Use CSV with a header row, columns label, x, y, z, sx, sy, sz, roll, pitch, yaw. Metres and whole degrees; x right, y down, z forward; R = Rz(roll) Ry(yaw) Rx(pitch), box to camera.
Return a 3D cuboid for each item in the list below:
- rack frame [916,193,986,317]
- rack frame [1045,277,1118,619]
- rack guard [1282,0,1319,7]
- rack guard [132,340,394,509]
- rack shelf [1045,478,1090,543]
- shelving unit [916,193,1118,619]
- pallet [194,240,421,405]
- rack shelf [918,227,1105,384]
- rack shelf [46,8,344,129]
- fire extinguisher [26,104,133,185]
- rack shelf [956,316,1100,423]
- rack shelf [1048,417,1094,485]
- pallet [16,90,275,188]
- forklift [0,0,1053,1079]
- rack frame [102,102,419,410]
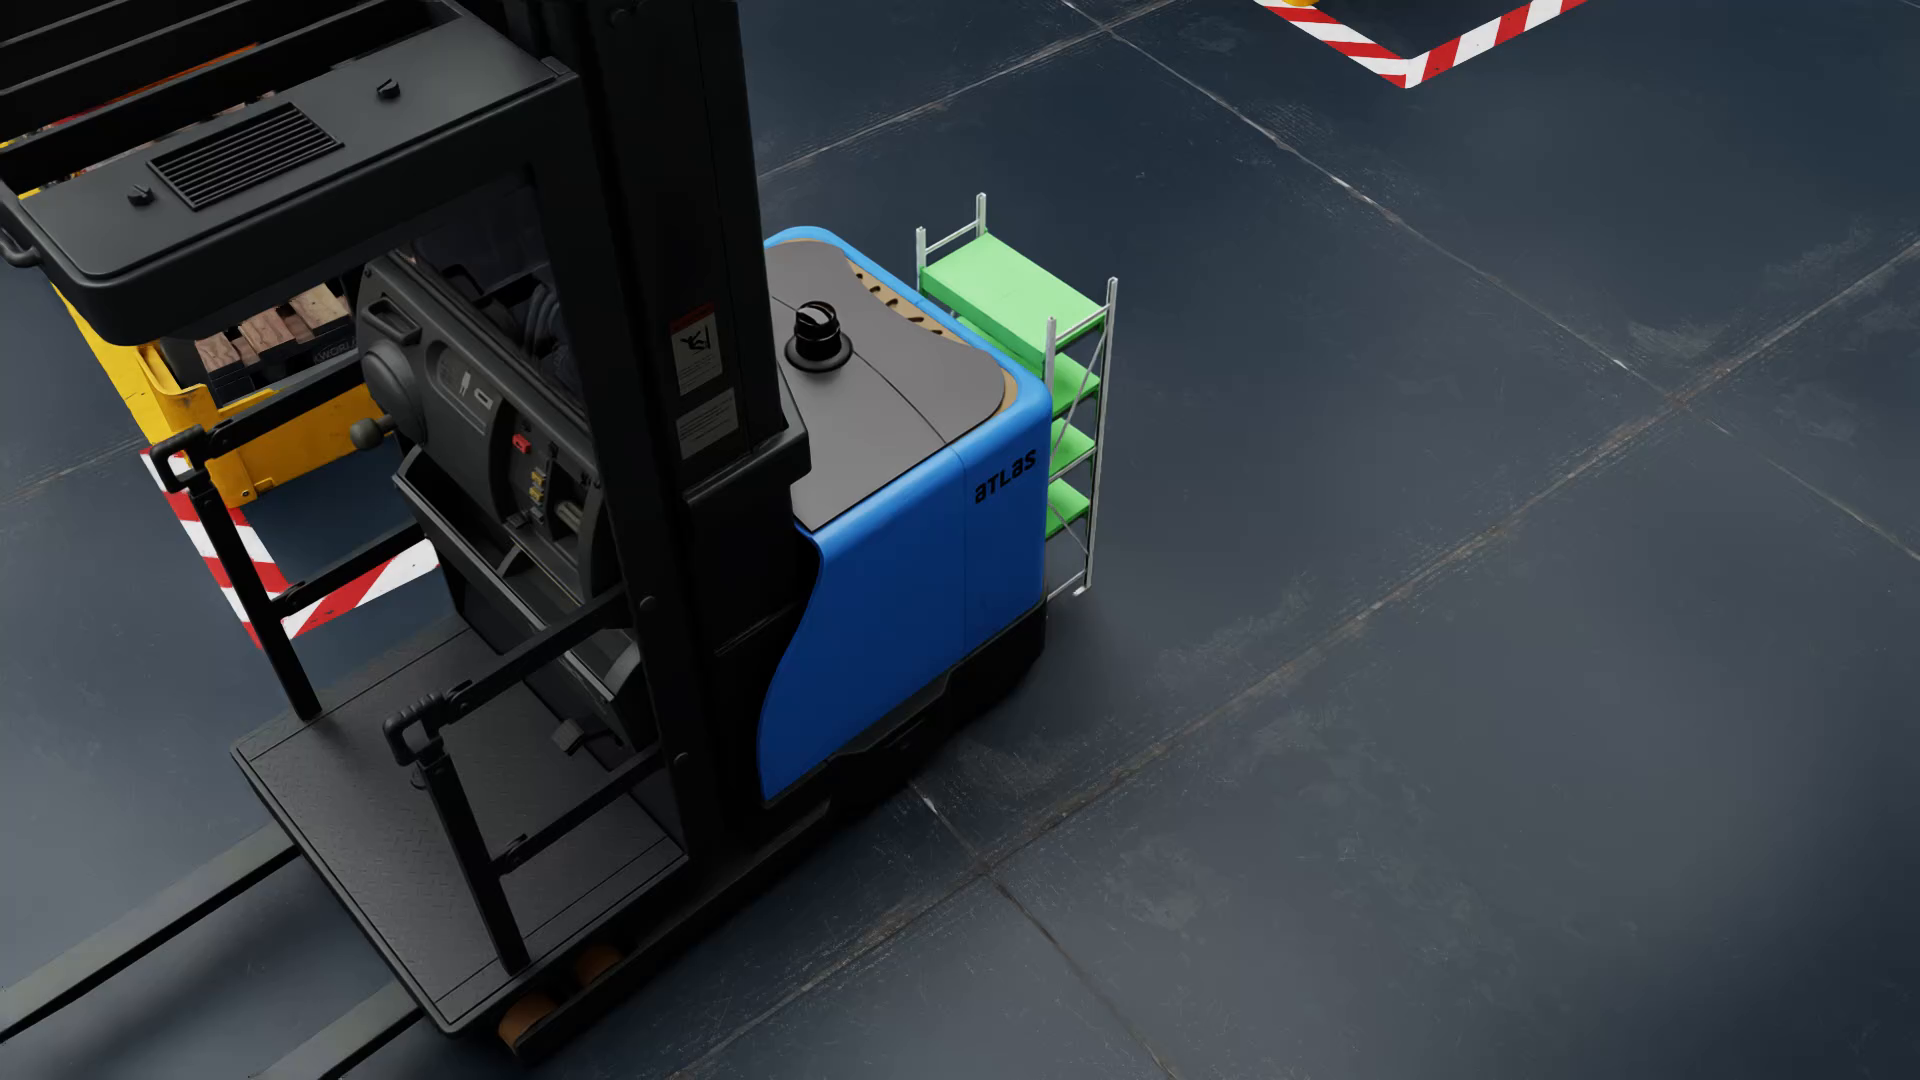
label,x,y,z,sx,sy,sz,roll,pitch,yaw
rack frame,-0.023,-0.469,4.865,0.240,1.200,0.015,-35,56,-27
rack frame,0.309,-0.204,4.625,0.240,1.200,0.015,-35,56,-27
rack guard,1.867,-2.884,7.527,1.175,0.500,0.348,-29,54,-24
rack guard,-2.007,-0.611,5.466,1.175,0.500,0.348,-29,54,-24
rack shelf,0.143,-0.132,4.970,0.258,0.148,0.480,-35,56,-27
shelving unit,0.143,-0.336,4.745,0.258,1.200,0.503,-35,56,-27
pallet,-2.500,-1.026,6.037,1.003,0.211,1.213,-29,54,-24
rack shelf,0.143,-0.616,4.437,0.258,0.148,0.480,-35,56,-27
rack shelf,-3.243,-2.396,5.883,1.077,0.370,4.000,-29,54,-24
fire extinguisher,-2.302,-1.015,4.449,0.296,0.674,0.183,-29,54,-24
rack shelf,0.143,-0.454,4.614,0.258,0.148,0.480,-35,56,-27
rack shelf,0.143,-0.293,4.792,0.258,0.148,0.480,-35,56,-27
pallet,-3.235,-1.745,6.689,1.003,0.211,1.213,-29,54,-24
forklift,-1.174,-0.157,3.414,3.031,2.935,1.130,-35,56,-27
rack frame,-2.032,-1.459,4.548,1.000,3.000,0.127,-29,54,-24
